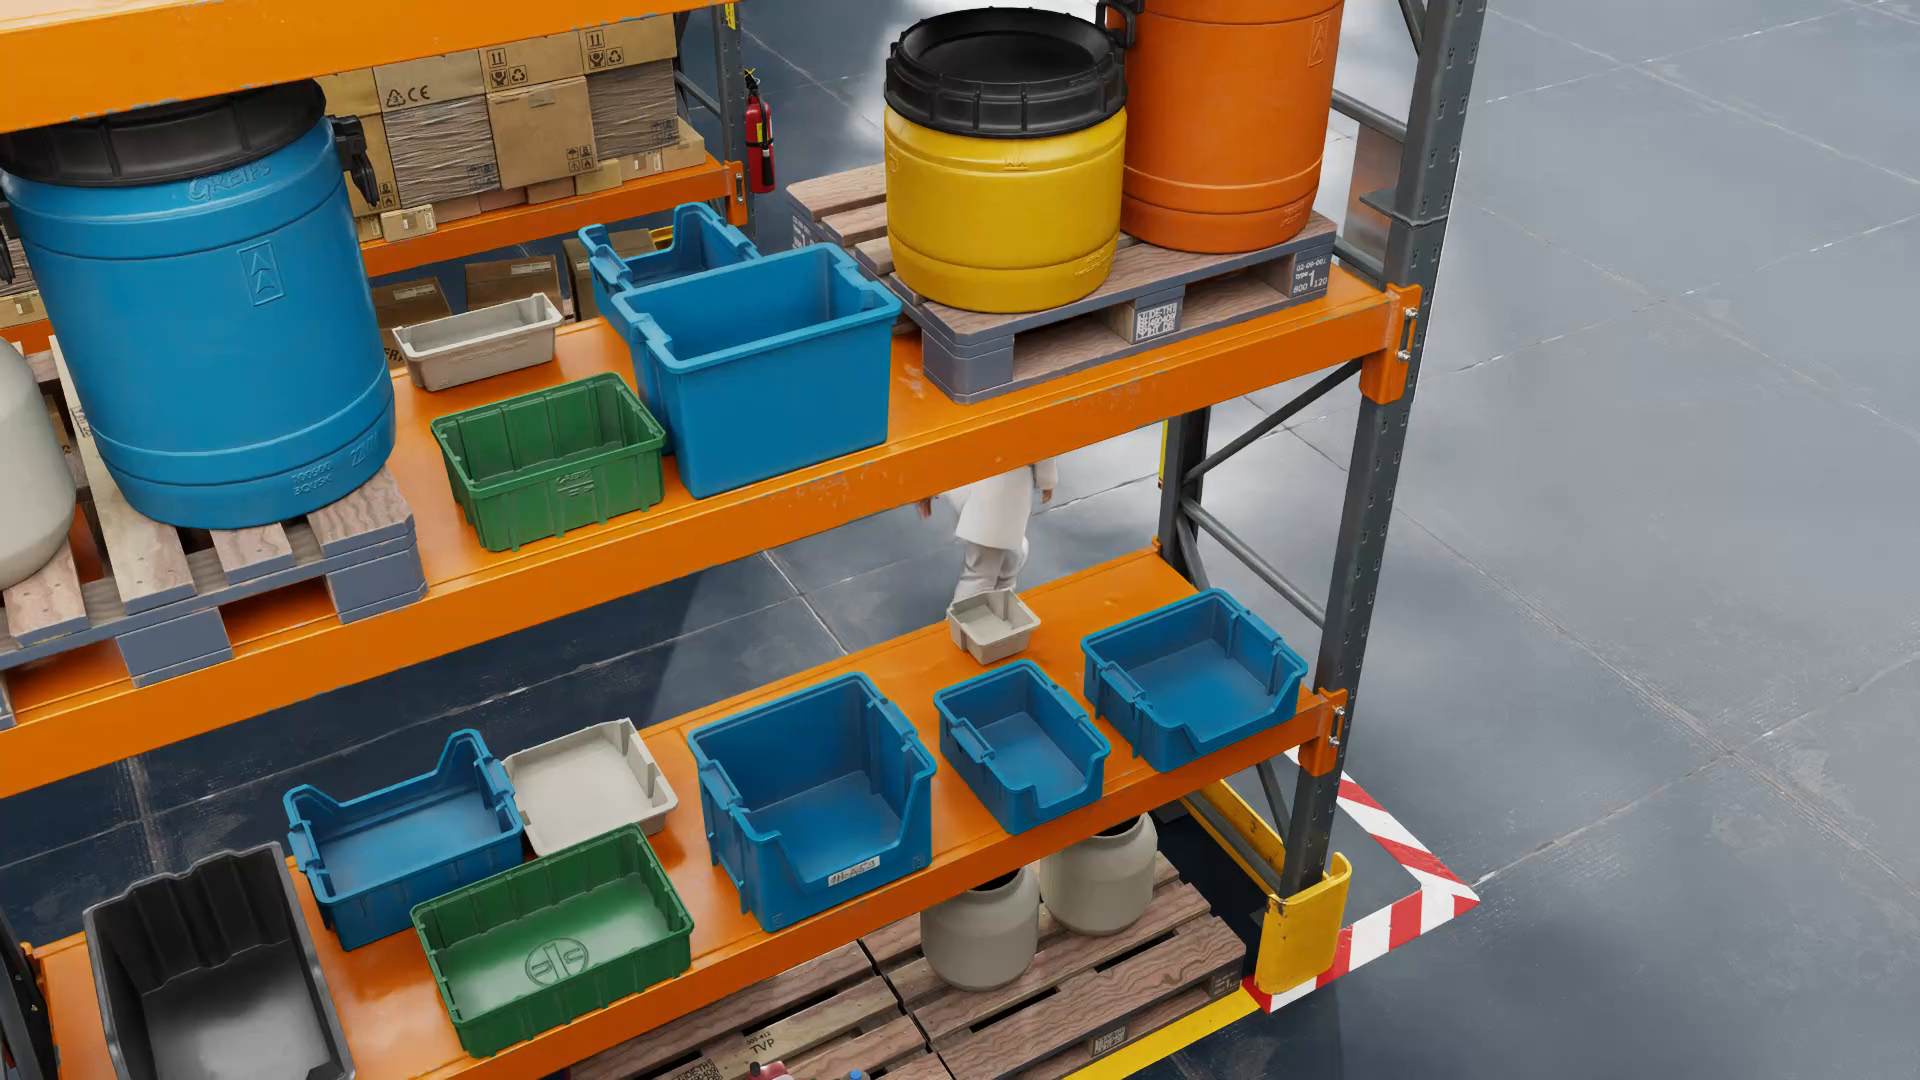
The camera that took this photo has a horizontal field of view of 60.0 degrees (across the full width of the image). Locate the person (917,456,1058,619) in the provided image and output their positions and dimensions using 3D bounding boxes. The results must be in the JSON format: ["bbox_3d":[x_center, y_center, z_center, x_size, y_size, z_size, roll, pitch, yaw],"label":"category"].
[{"bbox_3d":[0.144,-0.283,7.332,0.591,1.717,1.165,18,40,23],"label":"person"}]
